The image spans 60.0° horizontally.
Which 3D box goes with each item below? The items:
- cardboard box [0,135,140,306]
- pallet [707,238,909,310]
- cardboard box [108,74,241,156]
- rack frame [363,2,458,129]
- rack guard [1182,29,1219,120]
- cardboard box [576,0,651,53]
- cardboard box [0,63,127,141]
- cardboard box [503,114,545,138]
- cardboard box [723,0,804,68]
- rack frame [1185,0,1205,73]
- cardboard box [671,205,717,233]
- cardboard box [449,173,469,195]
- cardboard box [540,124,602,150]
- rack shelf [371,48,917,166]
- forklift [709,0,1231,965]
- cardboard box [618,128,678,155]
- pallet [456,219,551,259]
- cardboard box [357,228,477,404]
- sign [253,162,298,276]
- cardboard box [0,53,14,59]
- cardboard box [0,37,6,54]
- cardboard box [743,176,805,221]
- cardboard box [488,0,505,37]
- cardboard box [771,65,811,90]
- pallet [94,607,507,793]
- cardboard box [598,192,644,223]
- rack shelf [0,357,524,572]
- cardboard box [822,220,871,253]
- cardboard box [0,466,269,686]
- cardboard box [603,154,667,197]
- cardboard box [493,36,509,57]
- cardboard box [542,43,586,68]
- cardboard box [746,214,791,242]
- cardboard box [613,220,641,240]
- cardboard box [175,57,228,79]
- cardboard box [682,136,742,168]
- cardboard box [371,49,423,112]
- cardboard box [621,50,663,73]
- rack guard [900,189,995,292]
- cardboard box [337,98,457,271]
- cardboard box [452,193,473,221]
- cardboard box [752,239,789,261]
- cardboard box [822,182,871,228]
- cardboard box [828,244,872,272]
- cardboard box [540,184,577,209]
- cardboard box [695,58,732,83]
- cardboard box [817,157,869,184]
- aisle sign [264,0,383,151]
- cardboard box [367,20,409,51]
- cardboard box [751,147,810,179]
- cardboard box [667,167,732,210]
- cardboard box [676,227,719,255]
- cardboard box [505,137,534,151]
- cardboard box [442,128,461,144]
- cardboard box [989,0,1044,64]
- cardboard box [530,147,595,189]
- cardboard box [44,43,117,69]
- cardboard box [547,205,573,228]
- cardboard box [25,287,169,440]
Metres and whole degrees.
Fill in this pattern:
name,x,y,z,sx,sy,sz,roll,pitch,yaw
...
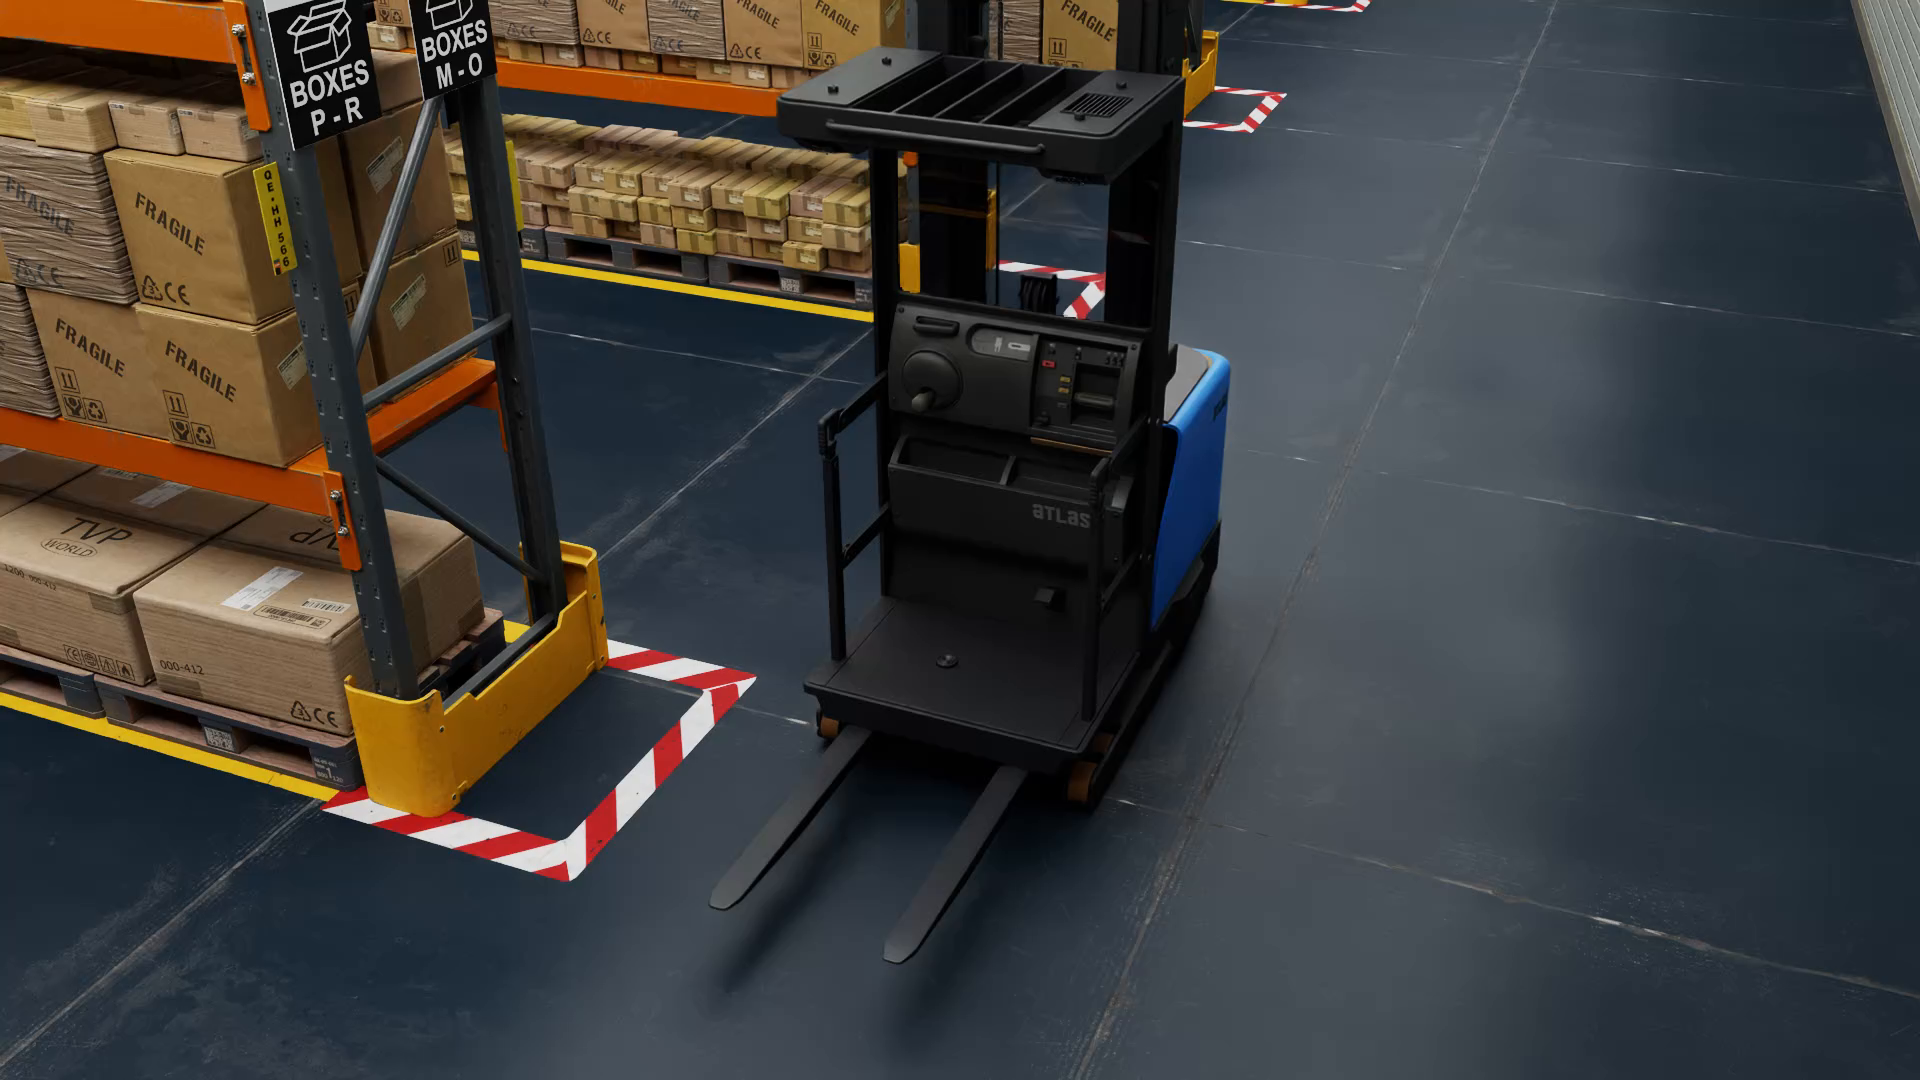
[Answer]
name,x,y,z,sx,sy,sz,roll,pitch,yaw
cardboard box,-2.863,-1.142,5.604,0.500,0.500,0.500,11,31,19
pallet,-0.874,-1.841,10.793,1.213,0.211,1.003,11,31,19
cardboard box,-2.484,-1.371,5.351,0.250,0.149,0.380,12,32,20
rack frame,-3.771,-3.615,11.097,0.127,3.000,1.000,11,31,19
rack guard,1.917,-4.025,14.363,0.348,0.500,1.175,11,31,19
cardboard box,-1.984,-3.298,10.132,0.500,0.500,0.500,13,32,22
cardboard box,-2.973,-1.446,5.483,0.250,0.149,0.380,12,32,20
cardboard box,-3.091,-2.839,11.590,0.250,0.149,0.380,12,32,20
cardboard box,-1.053,-3.111,9.802,0.500,0.500,0.500,11,31,18
rack frame,1.894,-5.118,13.756,0.127,3.000,1.000,11,31,19
cardboard box,-1.627,-2.099,10.583,0.250,0.149,0.380,12,32,20
cardboard box,-3.287,-2.467,11.235,0.250,0.149,0.380,12,31,19
cardboard box,-2.647,-2.713,11.367,0.250,0.149,0.380,12,32,21
rack shelf,-1.917,-2.932,10.619,4.000,0.370,1.077,11,31,19
forklift,0.103,-0.549,5.742,1.130,2.935,3.031,12,32,20
cardboard box,-2.107,-2.660,11.274,0.250,0.149,0.380,10,31,17
pallet,-3.135,-2.293,11.592,1.213,0.211,1.003,11,31,19
cardboard box,-2.168,-0.862,6.125,0.500,0.500,0.500,11,31,19
sign,-2.049,-0.961,4.985,0.005,0.325,0.100,11,31,19
cardboard box,-3.443,-1.546,5.660,0.250,0.149,0.380,12,32,20
cardboard box,-3.478,-1.858,6.212,0.250,0.149,0.380,11,31,18
cardboard box,-1.149,-2.120,10.319,0.250,0.149,0.380,11,31,18
cardboard box,-2.945,-3.493,10.477,0.500,0.500,0.500,11,31,19
cardboard box,-0.927,-2.799,9.910,0.250,0.149,0.380,11,31,19
pallet,-2.602,0.503,6.646,1.213,0.211,1.003,11,31,19
cardboard box,-2.124,-2.193,10.749,0.250,0.149,0.380,12,31,20
rack shelf,-3.685,-0.656,6.593,4.000,0.370,1.077,11,31,19
cardboard box,-0.661,-1.913,10.255,0.250,0.149,0.380,10,31,18
cardboard box,-3.332,0.092,6.717,0.875,0.438,0.875,12,32,20
cardboard box,-2.091,-2.356,10.737,0.250,0.149,0.380,11,31,19
cardboard box,-2.848,-3.211,10.639,0.250,0.149,0.380,10,31,17
cardboard box,-2.393,-3.082,10.410,0.250,0.149,0.380,13,32,21
cardboard box,-1.143,-2.009,10.424,0.250,0.149,0.380,10,31,17
cardboard box,-2.064,-2.107,10.900,0.250,0.149,0.380,12,32,21
cardboard box,-2.524,-1.668,5.877,0.250,0.149,0.380,12,32,21
cardboard box,-1.649,-2.562,11.100,0.250,0.149,0.380,12,32,20
cardboard box,-2.057,-1.552,5.671,0.250,0.149,0.380,12,32,20
cardboard box,-1.885,-3.017,10.294,0.250,0.149,0.380,12,32,20
rack guard,-0.135,-1.801,10.427,0.348,0.500,1.175,11,31,19
cardboard box,-2.169,-1.296,5.878,0.500,0.500,0.500,11,31,18
cardboard box,-3.308,-2.293,11.229,0.250,0.149,0.380,12,32,21
cardboard box,-1.119,-1.908,10.548,0.250,0.149,0.380,11,31,19
cardboard box,-0.650,-2.058,10.208,0.250,0.149,0.380,12,32,20
cardboard box,-0.630,-1.819,10.390,0.250,0.149,0.380,12,32,20
cardboard box,-2.553,-2.326,10.984,0.250,0.149,0.380,13,32,21
cardboard box,-1.405,-2.898,10.084,0.250,0.149,0.380,10,31,17
cardboard box,-0.723,-2.323,10.678,0.250,0.149,0.380,12,32,20
aisle sign,-1.882,-1.576,4.848,0.004,0.787,0.394,11,31,19
cardboard box,-3.631,-3.304,10.802,0.250,0.149,0.380,12,32,21
cardboard box,-1.169,-2.437,10.878,0.250,0.149,0.380,10,31,17
cardboard box,-1.635,-2.222,10.498,0.250,0.149,0.380,12,32,21
cardboard box,-1.613,-1.967,10.651,0.250,0.149,0.380,10,31,17
cardboard box,-3.044,-2.555,11.088,0.250,0.149,0.380,11,31,18
cardboard box,-3.529,-2.657,11.269,0.250,0.149,0.380,13,32,21
cardboard box,0.428,-4.626,14.618,0.875,0.875,0.875,11,31,19
cardboard box,-2.588,-2.433,10.871,0.250,0.149,0.380,12,32,20
cardboard box,-3.038,-1.733,5.991,0.250,0.149,0.380,12,31,20
cardboard box,-2.541,-2.213,11.087,0.250,0.149,0.380,10,31,17
cardboard box,-2.838,-0.711,5.857,0.500,0.500,0.500,11,31,18
